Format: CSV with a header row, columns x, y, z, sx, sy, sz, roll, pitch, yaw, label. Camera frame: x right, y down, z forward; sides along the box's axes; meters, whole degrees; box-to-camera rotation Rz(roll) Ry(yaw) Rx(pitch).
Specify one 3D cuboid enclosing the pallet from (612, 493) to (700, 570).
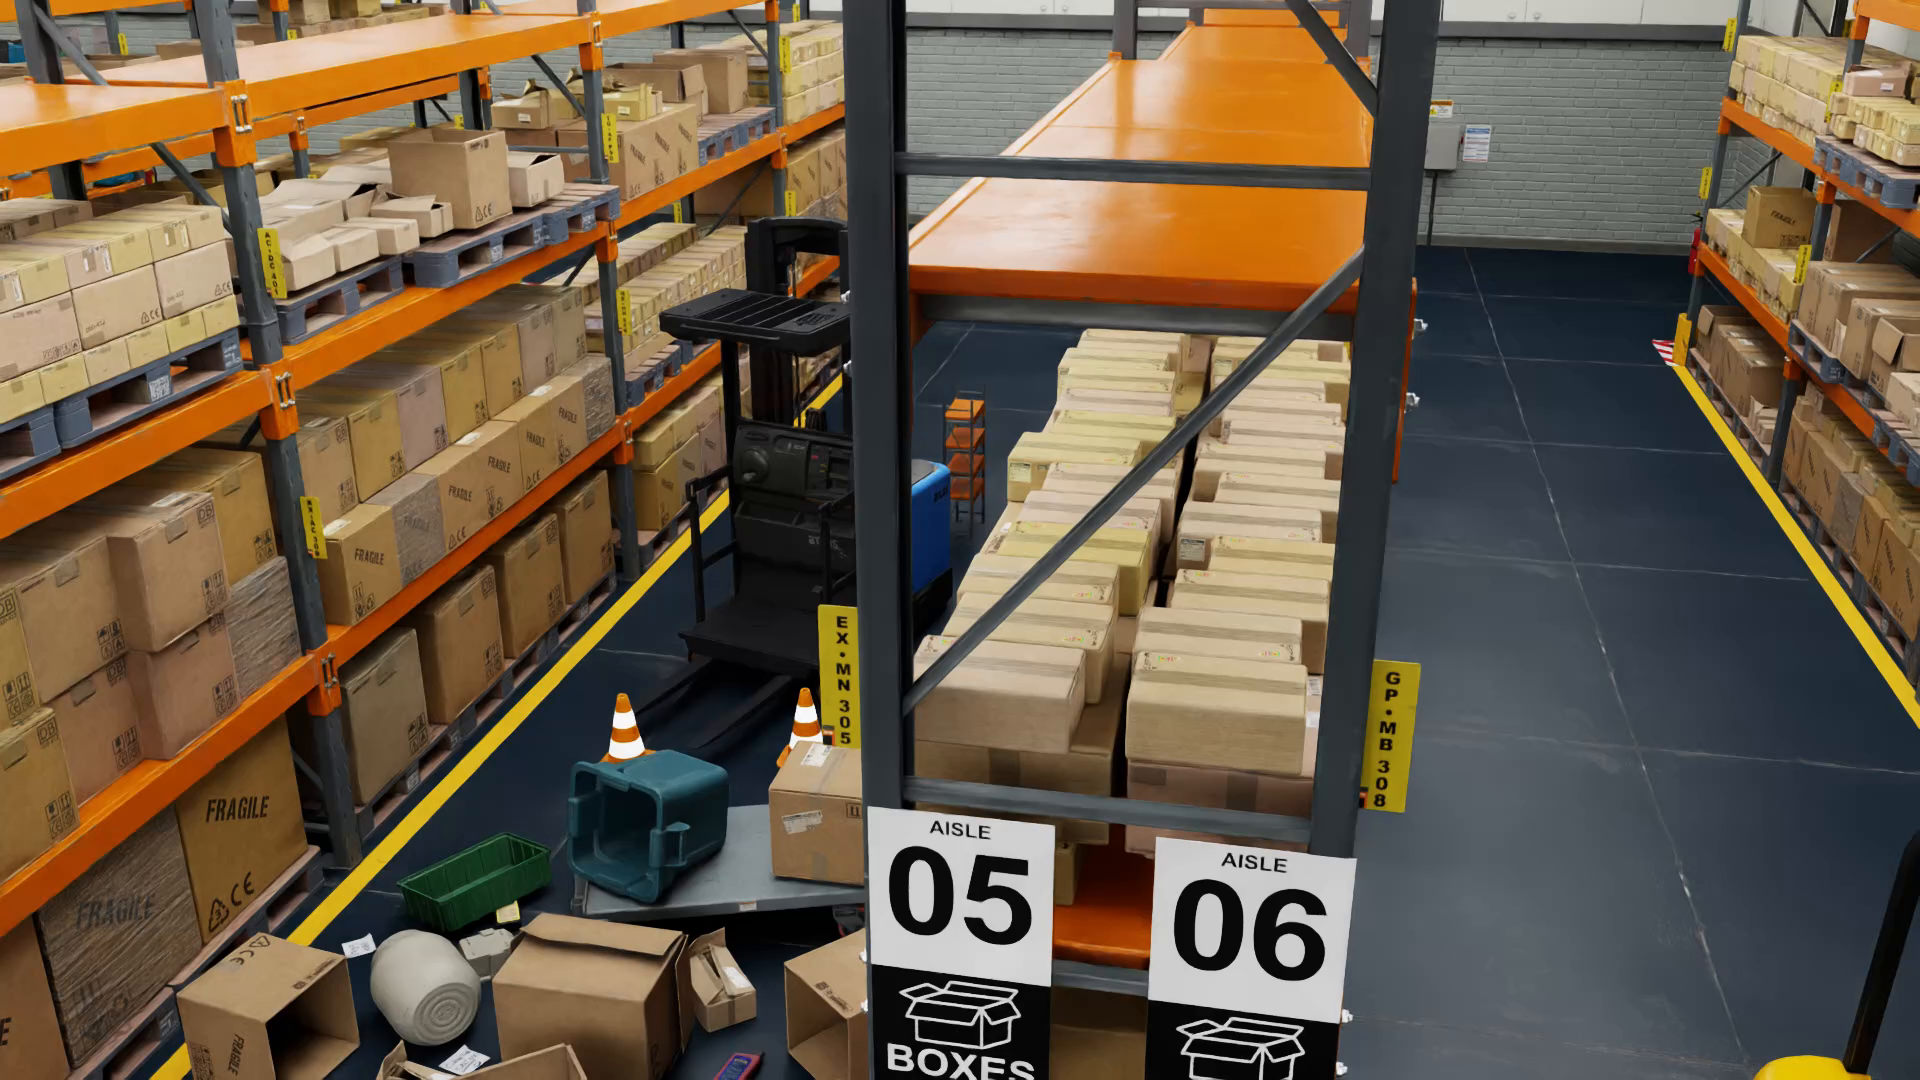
x,y,z,sx,sy,sz,roll,pitch,yaw,label
-2.776,-0.120,13.399,1.003,0.211,1.213,4,22,11,pallet

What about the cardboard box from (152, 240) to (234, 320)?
x,y,z,sx,sy,sz,roll,pitch,yaw,label
-3.602,-1.166,7.355,0.500,0.250,0.500,4,22,10,cardboard box

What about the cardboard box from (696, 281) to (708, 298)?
x,y,z,sx,sy,sz,roll,pitch,yaw,label
-2.329,-2.075,13.898,0.380,0.149,0.250,5,23,13,cardboard box

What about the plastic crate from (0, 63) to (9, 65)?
x,y,z,sx,sy,sz,roll,pitch,yaw,label
-11.167,-5.340,18.967,0.437,0.136,0.530,4,22,11,plastic crate

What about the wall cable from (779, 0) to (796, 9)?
x,y,z,sx,sy,sz,roll,pitch,yaw,label
-1.611,-10.549,23.224,2.277,5.999,0.120,4,22,11,wall cable

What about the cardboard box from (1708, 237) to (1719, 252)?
x,y,z,sx,sy,sz,roll,pitch,yaw,label
8.086,-3.120,17.452,0.380,0.149,0.250,4,22,11,cardboard box

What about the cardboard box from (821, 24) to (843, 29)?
x,y,z,sx,sy,sz,roll,pitch,yaw,label
-1.282,-5.471,17.937,0.380,0.149,0.250,4,22,9,cardboard box

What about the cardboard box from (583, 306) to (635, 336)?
x,y,z,sx,sy,sz,roll,pitch,yaw,label
-2.652,-1.638,12.413,0.380,0.149,0.250,4,22,11,cardboard box

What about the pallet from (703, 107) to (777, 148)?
x,y,z,sx,sy,sz,roll,pitch,yaw,label
-2.351,-3.677,14.735,1.213,0.211,1.003,4,22,11,pallet

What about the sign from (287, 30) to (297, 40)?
x,y,z,sx,sy,sz,roll,pitch,yaw,label
-6.422,-4.745,16.022,0.100,0.325,0.005,4,22,11,sign

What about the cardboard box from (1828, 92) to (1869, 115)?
x,y,z,sx,sy,sz,roll,pitch,yaw,label
7.116,-3.451,13.165,0.380,0.149,0.250,5,22,12,cardboard box

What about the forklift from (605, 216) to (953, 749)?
x,y,z,sx,sy,sz,roll,pitch,yaw,label
-1.165,-0.491,10.679,1.130,2.935,3.031,11,24,25,forklift

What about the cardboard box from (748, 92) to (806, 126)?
x,y,z,sx,sy,sz,roll,pitch,yaw,label
-1.768,-4.061,15.639,0.500,0.250,0.500,6,23,14,cardboard box

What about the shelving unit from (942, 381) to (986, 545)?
x,y,z,sx,sy,sz,roll,pitch,yaw,label
0.034,-0.617,13.310,0.258,1.200,0.503,4,22,11,shelving unit

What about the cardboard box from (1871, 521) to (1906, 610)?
x,y,z,sx,sy,sz,roll,pitch,yaw,label
6.778,0.201,11.653,0.500,0.500,0.500,4,22,10,cardboard box

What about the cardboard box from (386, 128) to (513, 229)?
x,y,z,sx,sy,sz,roll,pitch,yaw,label
-3.017,-2.149,9.861,0.500,0.500,0.500,4,22,11,cardboard box

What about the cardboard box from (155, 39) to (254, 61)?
x,y,z,sx,sy,sz,roll,pitch,yaw,label
-7.064,-4.425,15.645,0.700,0.500,0.500,5,22,12,cardboard box

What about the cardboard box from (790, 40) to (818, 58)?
x,y,z,sx,sy,sz,roll,pitch,yaw,label
-1.610,-4.798,16.264,0.380,0.149,0.250,4,22,9,cardboard box

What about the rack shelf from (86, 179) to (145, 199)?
x,y,z,sx,sy,sz,roll,pitch,yaw,label
-11.396,-3.781,19.719,1.077,0.370,4.000,4,22,11,rack shelf

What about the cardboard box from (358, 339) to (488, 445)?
x,y,z,sx,sy,sz,roll,pitch,yaw,label
-3.347,-0.914,10.167,0.700,0.500,0.500,4,22,10,cardboard box

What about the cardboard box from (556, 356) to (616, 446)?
x,y,z,sx,sy,sz,roll,pitch,yaw,label
-2.766,-0.989,11.690,0.500,0.500,0.500,4,22,11,cardboard box

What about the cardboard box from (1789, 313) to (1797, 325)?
x,y,z,sx,sy,sz,roll,pitch,yaw,label
7.424,-1.892,14.404,0.380,0.149,0.250,5,22,12,cardboard box

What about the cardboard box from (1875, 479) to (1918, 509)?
x,y,z,sx,sy,sz,roll,pitch,yaw,label
6.913,-0.326,12.093,0.380,0.149,0.250,4,22,10,cardboard box

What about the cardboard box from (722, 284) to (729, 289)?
x,y,z,sx,sy,sz,roll,pitch,yaw,label
-2.216,-2.128,14.428,0.380,0.149,0.250,3,22,9,cardboard box

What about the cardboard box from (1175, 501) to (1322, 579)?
x,y,z,sx,sy,sz,roll,pitch,yaw,label
0.798,0.015,4.584,0.380,0.149,0.250,4,22,11,cardboard box

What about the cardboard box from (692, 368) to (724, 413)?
x,y,z,sx,sy,sz,roll,pitch,yaw,label
-2.237,-1.301,14.378,0.500,0.250,0.500,3,22,9,cardboard box

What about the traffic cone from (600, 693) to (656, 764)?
x,y,z,sx,sy,sz,roll,pitch,yaw,label
-2.001,1.137,9.942,0.336,0.463,0.334,4,22,11,traffic cone

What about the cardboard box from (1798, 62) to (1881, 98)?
x,y,z,sx,sy,sz,roll,pitch,yaw,label
7.568,-3.954,14.304,0.500,0.250,0.500,4,22,10,cardboard box

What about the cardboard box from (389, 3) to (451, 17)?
x,y,z,sx,sy,sz,roll,pitch,yaw,label
-6.193,-5.953,19.305,0.700,0.500,0.500,3,22,8,cardboard box

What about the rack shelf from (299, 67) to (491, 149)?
x,y,z,sx,sy,sz,roll,pitch,yaw,label
-6.547,-4.795,18.221,1.077,0.370,4.000,4,22,11,rack shelf

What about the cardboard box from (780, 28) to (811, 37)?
x,y,z,sx,sy,sz,roll,pitch,yaw,label
-1.789,-5.314,17.546,0.380,0.149,0.250,5,22,12,cardboard box

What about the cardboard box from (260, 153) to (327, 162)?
x,y,z,sx,sy,sz,roll,pitch,yaw,label
-7.017,-3.793,17.586,0.500,0.500,0.500,5,22,11,cardboard box

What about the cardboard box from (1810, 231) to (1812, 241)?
x,y,z,sx,sy,sz,roll,pitch,yaw,label
8.376,-2.847,16.239,0.500,0.250,0.500,5,23,13,cardboard box

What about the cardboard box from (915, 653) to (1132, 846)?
x,y,z,sx,sy,sz,roll,pitch,yaw,label
0.138,0.471,3.986,0.500,0.250,0.500,4,22,10,cardboard box

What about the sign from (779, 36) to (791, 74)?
x,y,z,sx,sy,sz,roll,pitch,yaw,label
-1.577,-4.363,14.968,0.100,0.325,0.005,4,22,11,sign

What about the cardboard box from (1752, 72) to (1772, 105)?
x,y,z,sx,sy,sz,roll,pitch,yaw,label
7.864,-4.281,15.785,0.500,0.250,0.500,4,22,9,cardboard box

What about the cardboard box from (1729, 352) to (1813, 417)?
x,y,z,sx,sy,sz,roll,pitch,yaw,label
7.780,-1.465,15.791,0.700,0.500,0.500,4,22,9,cardboard box

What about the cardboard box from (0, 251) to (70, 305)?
x,y,z,sx,sy,sz,roll,pitch,yaw,label
-3.721,-1.022,6.464,0.380,0.149,0.250,5,22,11,cardboard box

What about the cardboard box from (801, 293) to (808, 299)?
x,y,z,sx,sy,sz,roll,pitch,yaw,label
-1.895,-2.646,18.396,0.380,0.149,0.250,5,23,13,cardboard box

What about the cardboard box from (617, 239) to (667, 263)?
x,y,z,sx,sy,sz,roll,pitch,yaw,label
-2.810,-2.549,14.674,0.380,0.149,0.250,4,22,10,cardboard box

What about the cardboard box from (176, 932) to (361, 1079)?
x,y,z,sx,sy,sz,roll,pitch,yaw,label
-3.065,2.140,7.399,0.500,0.500,0.500,8,23,20,cardboard box

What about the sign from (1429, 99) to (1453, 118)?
x,y,z,sx,sy,sz,roll,pitch,yaw,label
6.705,-6.026,23.227,0.339,0.242,0.001,4,22,11,sign

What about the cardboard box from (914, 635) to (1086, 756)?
x,y,z,sx,sy,sz,roll,pitch,yaw,label
0.077,0.348,3.759,0.380,0.149,0.250,5,22,11,cardboard box

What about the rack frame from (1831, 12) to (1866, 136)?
x,y,z,sx,sy,sz,roll,pitch,yaw,label
7.606,-4.656,12.899,1.000,3.000,0.127,4,22,11,rack frame

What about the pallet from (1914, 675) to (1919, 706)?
x,y,z,sx,sy,sz,roll,pitch,yaw,label
6.584,1.181,10.168,1.003,0.211,1.213,4,22,11,pallet

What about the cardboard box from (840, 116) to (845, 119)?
x,y,z,sx,sy,sz,roll,pitch,yaw,label
-1.154,-4.515,18.709,0.500,0.500,0.500,4,22,10,cardboard box

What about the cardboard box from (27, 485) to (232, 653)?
x,y,z,sx,sy,sz,roll,pitch,yaw,label
-3.860,0.107,7.456,0.875,0.550,0.550,4,22,11,cardboard box

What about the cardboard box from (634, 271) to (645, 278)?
x,y,z,sx,sy,sz,roll,pitch,yaw,label
-2.914,-2.217,14.250,0.380,0.149,0.250,4,22,10,cardboard box

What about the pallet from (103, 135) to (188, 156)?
x,y,z,sx,sy,sz,roll,pitch,yaw,label
-7.467,-3.495,14.285,1.003,0.211,1.213,6,23,13,pallet

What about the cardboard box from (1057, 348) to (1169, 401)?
x,y,z,sx,sy,sz,roll,pitch,yaw,label
0.563,-0.591,6.091,0.380,0.149,0.250,4,22,11,cardboard box

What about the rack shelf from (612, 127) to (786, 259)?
x,y,z,sx,sy,sz,roll,pitch,yaw,label
-2.529,-2.917,13.559,1.077,0.370,4.000,4,22,11,rack shelf

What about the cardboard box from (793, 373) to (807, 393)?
x,y,z,sx,sy,sz,roll,pitch,yaw,label
-1.732,-1.571,16.525,0.380,0.149,0.250,3,22,9,cardboard box

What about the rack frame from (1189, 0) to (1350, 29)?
x,y,z,sx,sy,sz,roll,pitch,yaw,label
1.930,-3.570,10.202,1.000,3.000,0.127,4,22,11,rack frame

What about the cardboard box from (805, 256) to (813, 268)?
x,y,z,sx,sy,sz,roll,pitch,yaw,label
-1.698,-2.853,16.789,0.380,0.149,0.250,3,22,9,cardboard box

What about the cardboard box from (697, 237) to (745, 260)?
x,y,z,sx,sy,sz,roll,pitch,yaw,label
-2.120,-2.590,14.778,0.380,0.149,0.250,4,22,9,cardboard box

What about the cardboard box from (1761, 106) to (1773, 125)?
x,y,z,sx,sy,sz,roll,pitch,yaw,label
7.722,-3.959,15.519,0.380,0.149,0.250,5,22,11,cardboard box

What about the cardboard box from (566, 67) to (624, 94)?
x,y,z,sx,sy,sz,roll,pitch,yaw,label
-2.866,-3.560,13.035,0.396,0.266,0.258,4,22,11,cardboard box

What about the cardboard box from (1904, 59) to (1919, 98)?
x,y,z,sx,sy,sz,roll,pitch,yaw,label
7.611,-3.602,12.985,0.396,0.266,0.258,4,22,10,cardboard box
